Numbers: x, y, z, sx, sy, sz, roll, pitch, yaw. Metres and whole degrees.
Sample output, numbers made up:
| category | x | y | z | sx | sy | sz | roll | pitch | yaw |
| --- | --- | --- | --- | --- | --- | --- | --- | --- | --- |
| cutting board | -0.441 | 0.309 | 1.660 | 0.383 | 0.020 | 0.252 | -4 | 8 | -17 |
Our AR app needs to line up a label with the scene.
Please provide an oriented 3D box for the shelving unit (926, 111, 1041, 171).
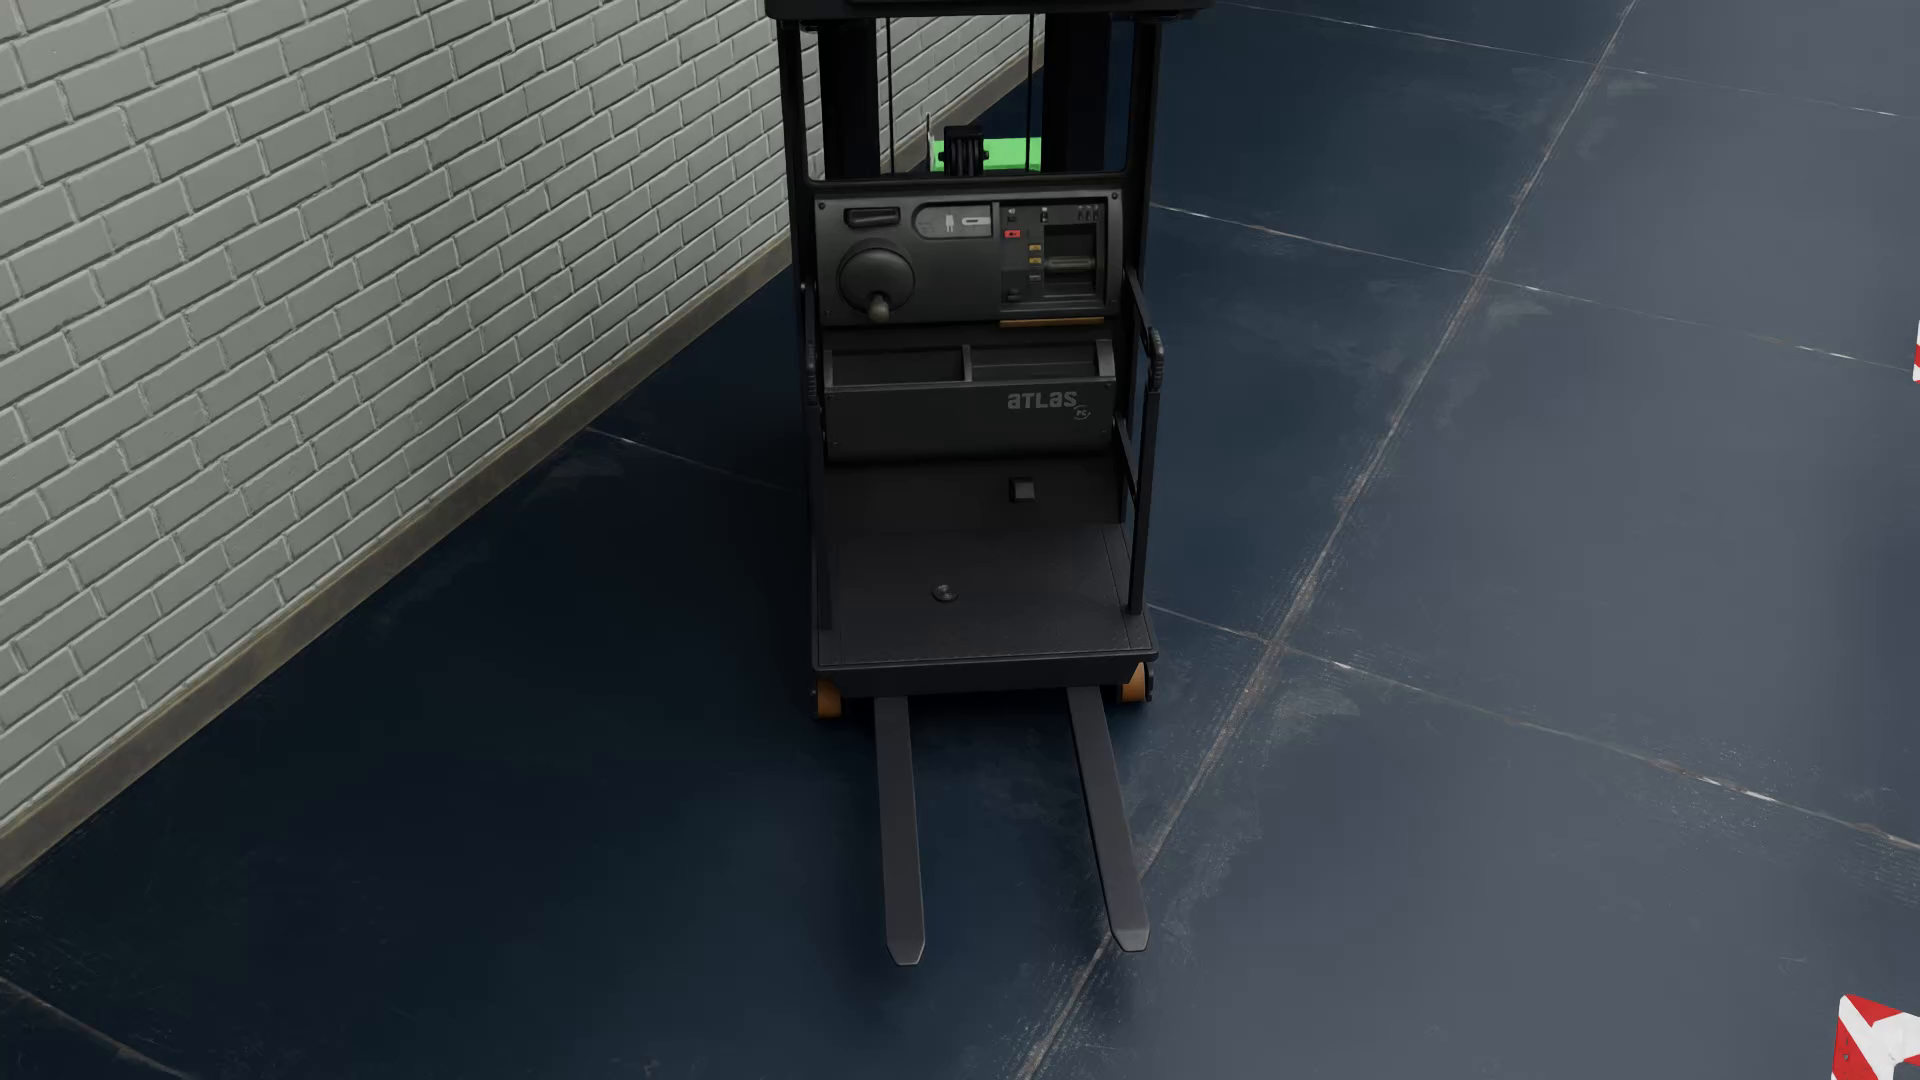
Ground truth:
| category | x | y | z | sx | sy | sz | roll | pitch | yaw |
| --- | --- | --- | --- | --- | --- | --- | --- | --- | --- |
| shelving unit | 0.127 | -1.125 | 6.740 | 0.503 | 1.200 | 0.258 | -3 | 37 | -4 |

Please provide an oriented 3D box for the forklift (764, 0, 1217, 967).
| category | x | y | z | sx | sy | sz | roll | pitch | yaw |
| --- | --- | --- | --- | --- | --- | --- | --- | --- | --- |
| forklift | 0.048 | -0.792 | 4.869 | 1.130 | 2.935 | 3.031 | -3 | 37 | -4 |

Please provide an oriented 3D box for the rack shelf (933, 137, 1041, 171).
| category | x | y | z | sx | sy | sz | roll | pitch | yaw |
| --- | --- | --- | --- | --- | --- | --- | --- | --- | --- |
| rack shelf | 0.127 | -1.457 | 6.489 | 0.480 | 0.148 | 0.258 | -3 | 37 | -4 |

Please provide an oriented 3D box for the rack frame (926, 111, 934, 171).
| category | x | y | z | sx | sy | sz | roll | pitch | yaw |
| --- | --- | --- | --- | --- | --- | --- | --- | --- | --- |
| rack frame | -0.117 | -1.114 | 6.725 | 0.015 | 1.200 | 0.240 | -3 | 37 | -4 |
